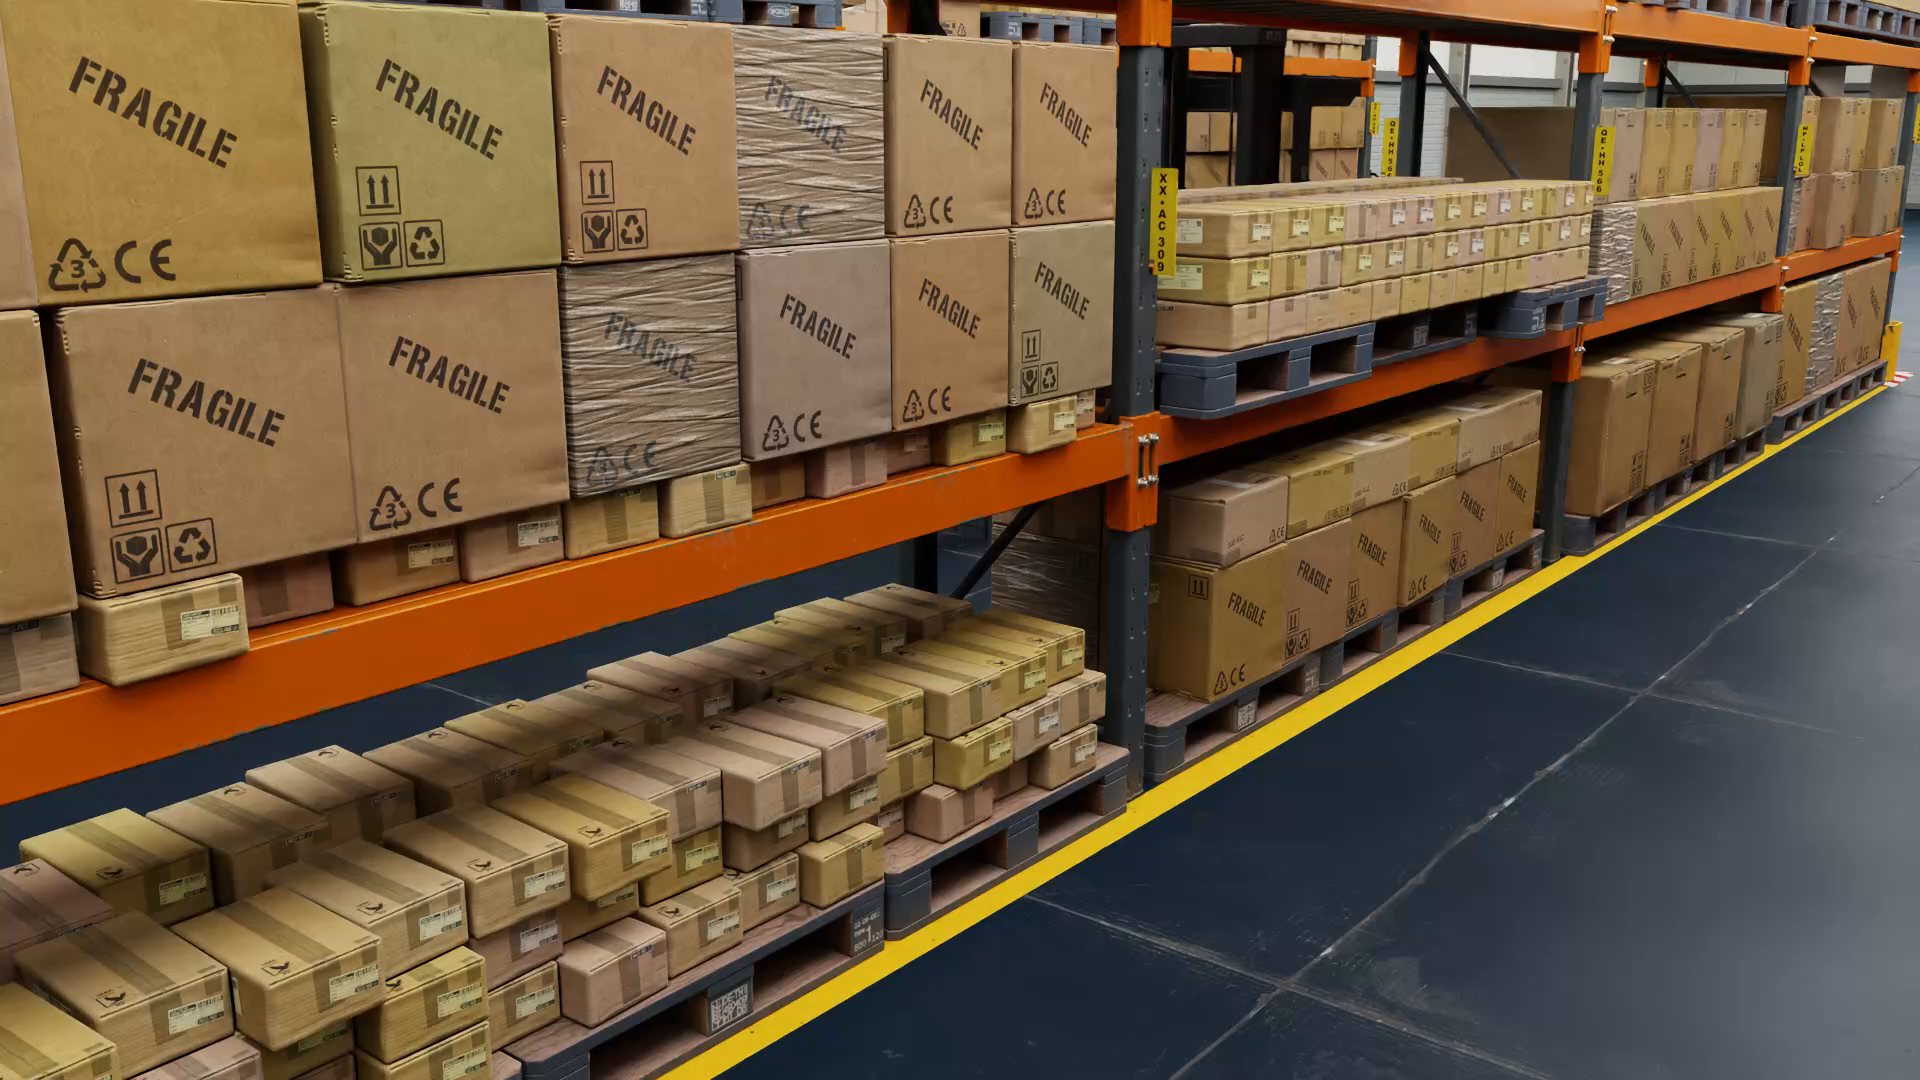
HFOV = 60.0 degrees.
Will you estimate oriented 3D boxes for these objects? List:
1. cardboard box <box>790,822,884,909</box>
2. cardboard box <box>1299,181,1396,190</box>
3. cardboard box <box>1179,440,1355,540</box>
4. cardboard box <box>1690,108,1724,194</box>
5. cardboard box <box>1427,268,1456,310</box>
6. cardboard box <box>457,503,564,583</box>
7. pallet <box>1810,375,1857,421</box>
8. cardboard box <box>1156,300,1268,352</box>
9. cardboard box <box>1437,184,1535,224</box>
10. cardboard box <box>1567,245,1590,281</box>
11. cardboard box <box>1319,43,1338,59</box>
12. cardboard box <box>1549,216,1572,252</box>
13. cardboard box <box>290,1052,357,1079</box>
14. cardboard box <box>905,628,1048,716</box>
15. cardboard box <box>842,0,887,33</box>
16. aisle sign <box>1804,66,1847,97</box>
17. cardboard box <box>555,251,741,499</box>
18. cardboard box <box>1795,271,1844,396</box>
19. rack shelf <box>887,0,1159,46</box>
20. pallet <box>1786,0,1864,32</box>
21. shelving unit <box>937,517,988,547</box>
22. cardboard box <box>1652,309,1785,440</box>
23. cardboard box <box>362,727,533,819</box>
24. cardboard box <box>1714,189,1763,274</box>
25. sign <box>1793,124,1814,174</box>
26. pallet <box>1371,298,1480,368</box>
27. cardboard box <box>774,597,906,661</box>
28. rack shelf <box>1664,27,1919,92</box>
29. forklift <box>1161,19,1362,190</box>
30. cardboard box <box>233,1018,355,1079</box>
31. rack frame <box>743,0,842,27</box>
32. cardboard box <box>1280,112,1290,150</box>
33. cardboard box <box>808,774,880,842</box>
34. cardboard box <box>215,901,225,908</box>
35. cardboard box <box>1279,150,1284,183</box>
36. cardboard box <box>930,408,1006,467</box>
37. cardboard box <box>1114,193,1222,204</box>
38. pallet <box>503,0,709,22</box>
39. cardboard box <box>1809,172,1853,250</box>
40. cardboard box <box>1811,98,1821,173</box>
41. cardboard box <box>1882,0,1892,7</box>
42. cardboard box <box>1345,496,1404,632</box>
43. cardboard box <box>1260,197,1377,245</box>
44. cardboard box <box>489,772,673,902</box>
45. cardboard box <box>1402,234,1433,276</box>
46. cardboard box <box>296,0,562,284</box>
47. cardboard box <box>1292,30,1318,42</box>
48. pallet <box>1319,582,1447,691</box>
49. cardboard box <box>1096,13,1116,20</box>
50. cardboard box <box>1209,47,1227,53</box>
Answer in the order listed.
[{"bbox_3d":[-0.432,0.856,4.596,0.380,0.149,0.250,11,18,37],"label":"cardboard box"},{"bbox_3d":[1.782,-1.577,7.686,0.380,0.149,0.250,10,18,35],"label":"cardboard box"},{"bbox_3d":[1.203,-0.206,6.543,0.500,0.250,0.500,12,18,39],"label":"cardboard box"},{"bbox_3d":[4.281,-2.421,10.328,0.700,0.500,0.500,11,18,38],"label":"cardboard box"},{"bbox_3d":[1.783,-1.032,6.752,0.380,0.149,0.250,10,17,35],"label":"cardboard box"},{"bbox_3d":[-1.094,-0.032,3.665,0.380,0.149,0.250,11,18,36],"label":"cardboard box"},{"bbox_3d":[6.533,-1.196,13.404,1.003,0.211,1.213,11,18,38],"label":"pallet"},{"bbox_3d":[0.806,-0.734,5.577,0.380,0.149,0.250,10,17,35],"label":"cardboard box"},{"bbox_3d":[2.274,-1.469,7.264,0.380,0.149,0.250,12,19,39],"label":"cardboard box"},{"bbox_3d":[2.762,-1.330,7.923,0.380,0.149,0.250,12,18,38],"label":"cardboard box"},{"bbox_3d":[3.497,-4.815,16.401,0.380,0.149,0.250,12,19,39],"label":"cardboard box"},{"bbox_3d":[2.591,-1.423,7.687,0.380,0.149,0.250,12,19,40],"label":"cardboard box"},{"bbox_3d":[-1.484,1.134,3.503,0.380,0.149,0.250,12,18,38],"label":"cardboard box"},{"bbox_3d":[0.049,0.406,5.163,0.380,0.149,0.250,12,18,38],"label":"cardboard box"},{"bbox_3d":[-0.709,-3.632,11.509,0.396,0.266,0.258,11,18,38],"label":"cardboard box"},{"bbox_3d":[7.553,-4.266,14.543,0.394,0.787,0.004,11,18,38],"label":"aisle sign"},{"bbox_3d":[-0.867,-0.414,3.855,0.500,0.500,0.500,11,18,36],"label":"cardboard box"},{"bbox_3d":[6.242,-1.636,12.935,0.875,0.875,0.875,11,18,38],"label":"cardboard box"},{"bbox_3d":[-1.057,-1.370,3.792,1.077,0.370,4.000,11,18,38],"label":"rack shelf"},{"bbox_3d":[5.751,-3.746,11.863,1.003,0.211,1.213,11,18,38],"label":"pallet"},{"bbox_3d":[-0.005,-0.435,9.006,0.258,0.900,0.210,11,18,38],"label":"shelving unit"},{"bbox_3d":[4.908,-1.160,11.314,1.050,0.750,0.750,11,18,37],"label":"cardboard box"},{"bbox_3d":[-1.322,0.626,4.296,0.380,0.149,0.250,11,18,36],"label":"cardboard box"},{"bbox_3d":[4.791,-1.990,10.662,0.500,0.500,0.500,11,18,37],"label":"cardboard box"},{"bbox_3d":[5.656,-2.621,11.155,0.100,0.325,0.005,11,18,38],"label":"sign"},{"bbox_3d":[1.502,-0.935,7.102,1.003,0.211,1.213,11,18,38],"label":"pallet"},{"bbox_3d":[-0.397,0.320,5.502,0.380,0.149,0.250,12,19,40],"label":"cardboard box"},{"bbox_3d":[6.485,-3.668,12.838,1.077,0.370,4.000,11,18,38],"label":"rack shelf"},{"bbox_3d":[1.921,-2.009,11.080,1.130,2.935,3.031,12,19,39],"label":"forklift"},{"bbox_3d":[-1.484,0.987,3.477,0.380,0.149,0.250,12,18,38],"label":"cardboard box"},{"bbox_3d":[-1.199,-2.160,11.535,1.000,3.000,0.127,11,18,38],"label":"rack frame"},{"bbox_3d":[2.691,-3.955,15.760,0.700,0.500,0.500,11,18,37],"label":"cardboard box"},{"bbox_3d":[-0.445,0.688,4.655,0.380,0.149,0.250,12,18,39],"label":"cardboard box"},{"bbox_3d":[-1.630,0.872,3.932,0.380,0.149,0.250,11,18,37],"label":"cardboard box"},{"bbox_3d":[2.733,-3.454,15.820,0.500,0.500,0.500,12,18,38],"label":"cardboard box"},{"bbox_3d":[-0.089,-0.327,4.828,0.380,0.149,0.250,12,19,40],"label":"cardboard box"},{"bbox_3d":[0.798,-1.276,6.503,0.380,0.149,0.250,11,18,37],"label":"cardboard box"},{"bbox_3d":[-2.263,-3.177,9.827,1.003,0.211,1.213,12,19,40],"label":"pallet"},{"bbox_3d":[6.210,-2.519,12.642,0.875,0.550,0.550,11,18,38],"label":"cardboard box"},{"bbox_3d":[5.742,-2.965,12.203,0.875,0.550,0.550,11,18,38],"label":"cardboard box"},{"bbox_3d":[6.838,-4.122,12.618,0.380,0.149,0.250,12,18,38],"label":"cardboard box"},{"bbox_3d":[1.521,0.056,7.035,0.500,0.500,0.500,12,18,38],"label":"cardboard box"},{"bbox_3d":[1.298,-1.173,6.096,0.380,0.149,0.250,11,18,37],"label":"cardboard box"},{"bbox_3d":[-0.909,0.705,3.983,0.380,0.149,0.250,12,18,38],"label":"cardboard box"},{"bbox_3d":[1.626,-1.130,6.532,0.380,0.149,0.250,11,18,37],"label":"cardboard box"},{"bbox_3d":[-1.169,-0.798,3.333,0.500,0.500,0.500,11,18,36],"label":"cardboard box"},{"bbox_3d":[3.077,-4.882,15.856,0.500,0.250,0.500,12,18,39],"label":"cardboard box"},{"bbox_3d":[1.455,0.320,7.436,1.003,0.211,1.213,11,18,38],"label":"pallet"},{"bbox_3d":[1.060,-4.377,13.620,0.500,0.250,0.500,11,18,36],"label":"cardboard box"},{"bbox_3d":[2.167,-4.428,14.880,0.380,0.149,0.250,12,19,39],"label":"cardboard box"}]
